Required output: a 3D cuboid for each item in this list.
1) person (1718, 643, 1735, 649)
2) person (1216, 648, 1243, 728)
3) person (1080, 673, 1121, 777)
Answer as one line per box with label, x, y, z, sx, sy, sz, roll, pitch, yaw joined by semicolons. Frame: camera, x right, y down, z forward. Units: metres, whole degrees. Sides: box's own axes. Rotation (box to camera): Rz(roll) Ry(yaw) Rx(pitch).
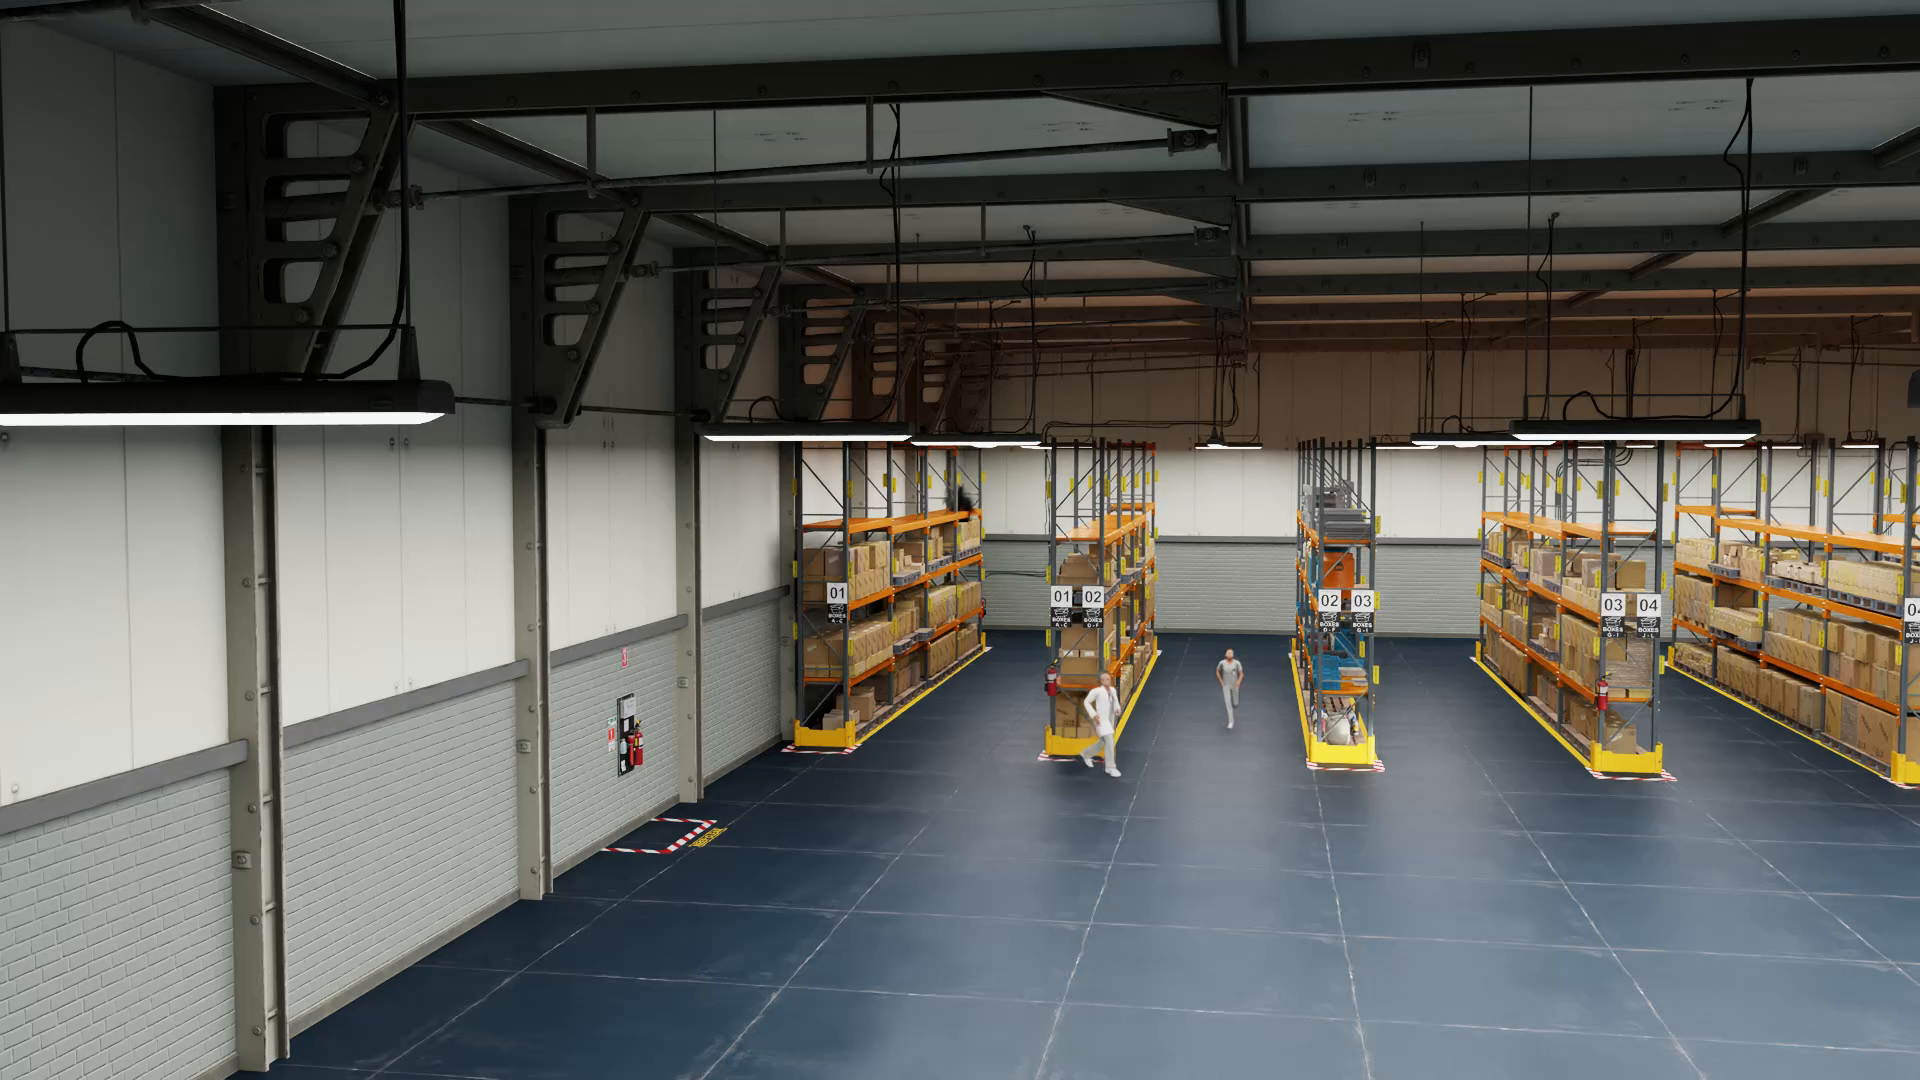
person;20.827;2.549;45.474;0.584;1.551;0.821;-2;4;-35
person;5.655;3.081;34.897;0.557;1.646;0.903;0;3;1
person;2.540;3.348;29.586;0.981;1.585;0.720;3;4;43
